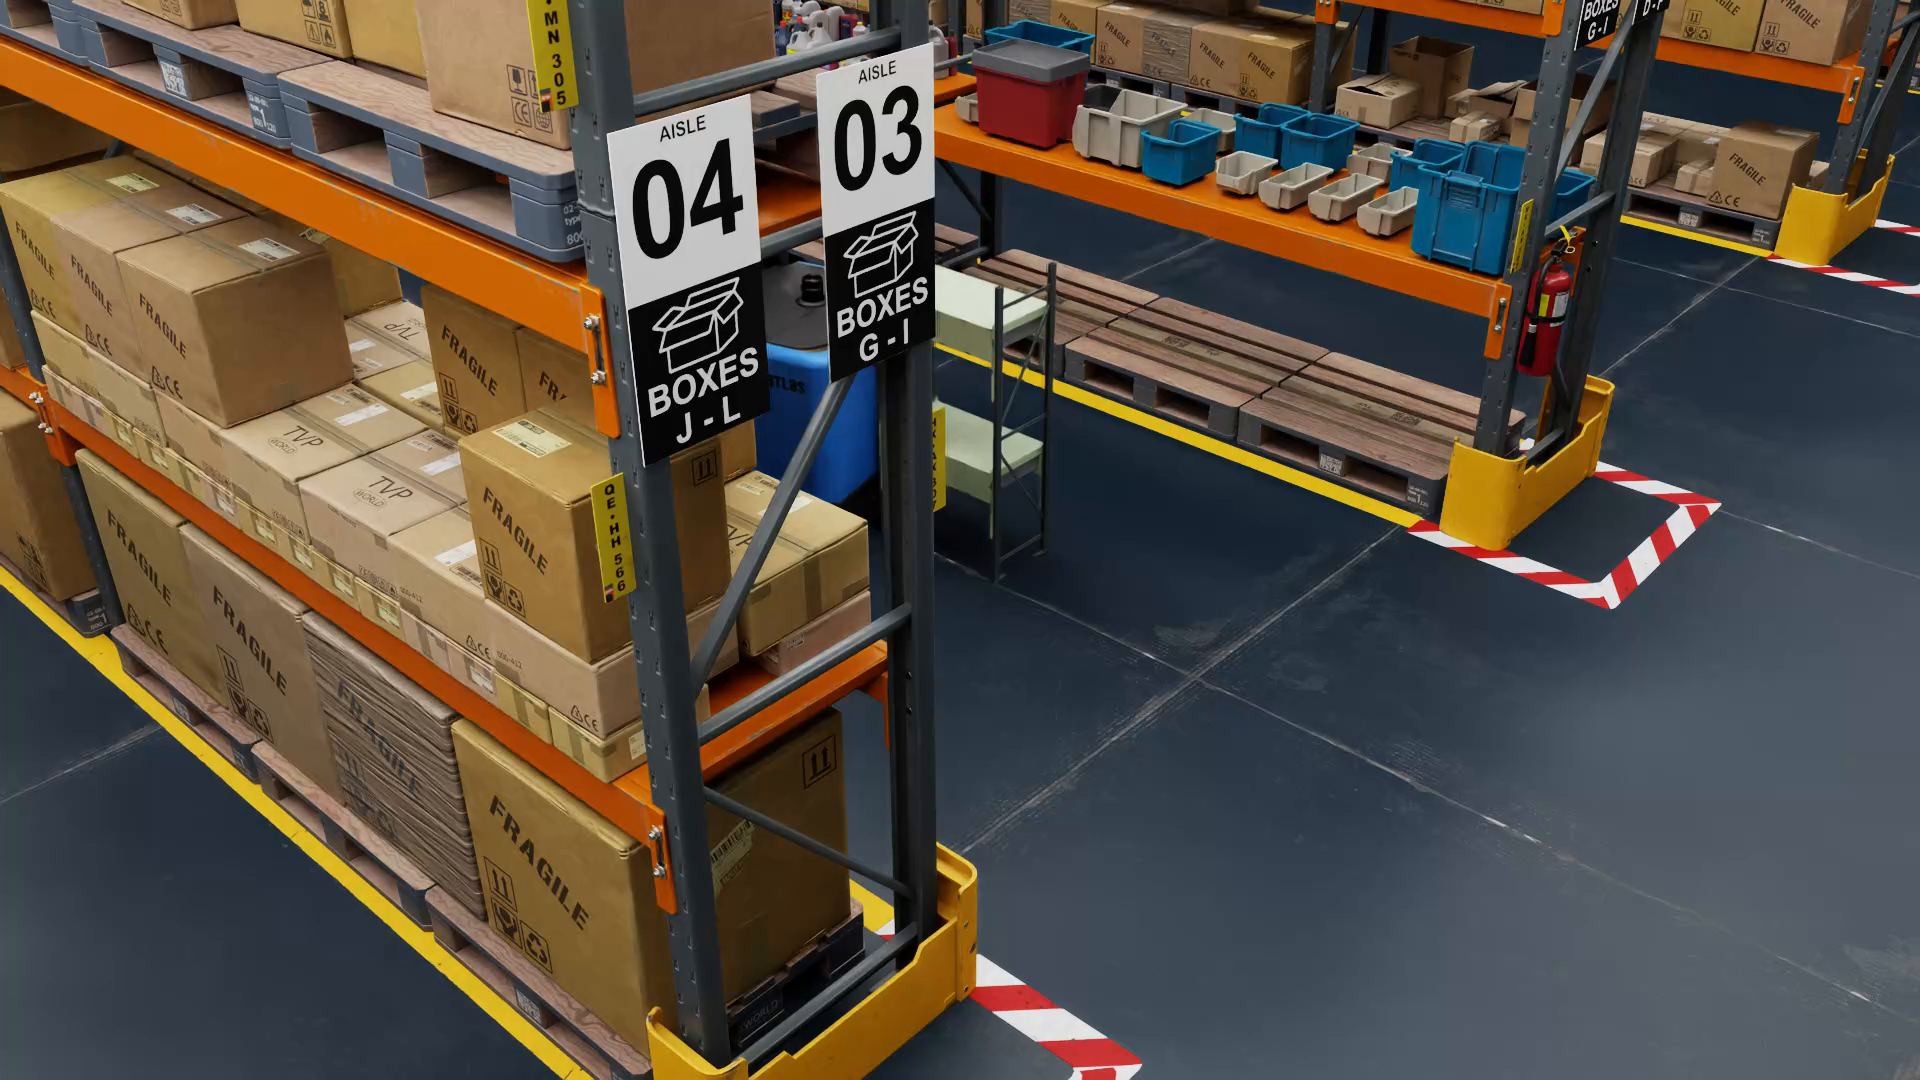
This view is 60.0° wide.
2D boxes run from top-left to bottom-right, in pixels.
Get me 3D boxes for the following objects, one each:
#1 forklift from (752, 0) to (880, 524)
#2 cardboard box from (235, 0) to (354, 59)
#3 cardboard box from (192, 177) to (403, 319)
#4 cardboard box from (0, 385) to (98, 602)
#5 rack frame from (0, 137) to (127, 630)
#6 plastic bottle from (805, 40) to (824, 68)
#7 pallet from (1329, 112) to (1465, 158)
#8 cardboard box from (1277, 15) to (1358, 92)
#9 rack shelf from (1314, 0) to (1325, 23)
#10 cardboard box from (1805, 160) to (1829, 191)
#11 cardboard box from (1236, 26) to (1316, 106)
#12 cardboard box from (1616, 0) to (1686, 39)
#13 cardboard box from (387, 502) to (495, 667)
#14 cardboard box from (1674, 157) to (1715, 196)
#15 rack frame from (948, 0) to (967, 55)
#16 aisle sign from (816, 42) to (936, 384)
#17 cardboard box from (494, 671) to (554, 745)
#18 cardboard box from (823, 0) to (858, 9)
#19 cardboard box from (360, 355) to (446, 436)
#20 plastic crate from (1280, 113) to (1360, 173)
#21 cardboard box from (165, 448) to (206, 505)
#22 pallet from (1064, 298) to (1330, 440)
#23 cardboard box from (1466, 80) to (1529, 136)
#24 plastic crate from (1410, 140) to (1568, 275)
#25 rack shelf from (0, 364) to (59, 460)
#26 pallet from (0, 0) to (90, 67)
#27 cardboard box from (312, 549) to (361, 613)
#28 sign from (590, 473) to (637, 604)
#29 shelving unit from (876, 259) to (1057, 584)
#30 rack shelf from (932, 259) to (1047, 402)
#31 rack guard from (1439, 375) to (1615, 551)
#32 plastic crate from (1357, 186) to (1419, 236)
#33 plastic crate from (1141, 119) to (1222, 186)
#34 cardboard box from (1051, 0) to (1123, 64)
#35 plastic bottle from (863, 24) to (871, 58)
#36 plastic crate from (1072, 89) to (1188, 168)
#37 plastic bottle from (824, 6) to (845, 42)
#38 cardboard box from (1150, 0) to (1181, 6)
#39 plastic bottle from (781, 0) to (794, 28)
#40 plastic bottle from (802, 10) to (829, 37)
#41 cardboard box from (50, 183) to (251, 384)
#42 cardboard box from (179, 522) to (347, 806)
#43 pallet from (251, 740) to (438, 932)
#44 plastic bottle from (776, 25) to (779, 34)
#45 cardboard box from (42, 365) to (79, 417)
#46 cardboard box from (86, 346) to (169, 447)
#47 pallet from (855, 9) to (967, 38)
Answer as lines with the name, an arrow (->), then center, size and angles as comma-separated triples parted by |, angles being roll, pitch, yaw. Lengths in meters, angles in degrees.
forklift -> -1.689, -1.735, 8.290 | 3.031, 2.935, 1.130 | 16, 34, 24
cardboard box -> -1.628, -1.720, 4.689 | 0.500, 0.500, 0.700 | 22, 37, 32
cardboard box -> -2.531, -1.145, 6.374 | 0.500, 0.500, 0.500 | 25, 39, 36
cardboard box -> -3.908, -0.476, 7.785 | 0.875, 0.875, 1.225 | 25, 39, 35
rack frame -> -3.420, -0.993, 6.991 | 0.127, 3.000, 1.000 | 25, 39, 35
plastic bottle -> -0.876, -2.973, 10.400 | 0.135, 0.276, 0.152 | 25, 39, 35
pallet -> 3.739, -3.347, 13.605 | 1.213, 0.211, 1.003 | 25, 39, 35
cardboard box -> 3.035, -4.158, 14.245 | 0.500, 0.500, 0.500 | 23, 38, 33
rack shelf -> 1.748, -5.163, 14.616 | 4.000, 0.370, 1.077 | 25, 39, 35
cardboard box -> 6.116, -2.639, 12.062 | 0.250, 0.149, 0.380 | 25, 39, 35
cardboard box -> 2.672, -3.958, 13.914 | 0.500, 0.500, 0.500 | 25, 39, 35
cardboard box -> 4.928, -3.842, 11.627 | 0.500, 0.500, 0.500 | 25, 39, 35
cardboard box -> -1.367, 0.086, 5.055 | 0.500, 0.250, 0.500 | 24, 39, 34
cardboard box -> 5.388, -2.638, 12.045 | 0.250, 0.166, 0.380 | 25, 39, 35
rack frame -> 0.265, -6.164, 15.581 | 0.127, 3.000, 1.000 | 25, 39, 35
aisle sign -> -0.199, -0.812, 4.170 | 0.004, 0.787, 0.394 | 25, 39, 35
cardboard box -> -1.133, 0.413, 4.900 | 0.250, 0.149, 0.380 | 25, 39, 36
cardboard box -> -1.044, -5.607, 16.914 | 0.500, 0.250, 0.500 | 26, 40, 36
cardboard box -> -1.779, -0.472, 5.983 | 0.500, 0.250, 0.500 | 24, 39, 34
plastic crate -> 1.931, -2.123, 8.973 | 0.300, 0.233, 0.416 | 25, 39, 35
cardboard box -> -2.647, -0.295, 6.075 | 0.250, 0.149, 0.380 | 24, 39, 34
pallet -> 1.384, -1.030, 9.757 | 1.213, 0.211, 1.003 | 25, 39, 35
cardboard box -> 4.399, -3.468, 13.282 | 0.500, 0.311, 0.500 | 25, 39, 35
plastic crate -> 2.496, -1.588, 7.886 | 0.499, 0.435, 0.616 | 25, 39, 35
rack shelf -> -4.903, -1.377, 8.326 | 4.000, 0.370, 1.077 | 25, 39, 35
pallet -> -2.820, -1.953, 5.763 | 1.213, 0.211, 1.003 | 25, 39, 35
cardboard box -> -1.890, 0.060, 5.486 | 0.250, 0.149, 0.380 | 25, 39, 35
sign -> -0.828, -0.003, 3.995 | 0.005, 0.325, 0.100 | 25, 39, 35
shelving unit -> 0.015, -0.640, 7.860 | 0.755, 1.500, 0.431 | 24, 39, 35
rack shelf -> 0.015, -0.975, 7.658 | 0.720, 0.370, 0.431 | 24, 39, 35
rack guard -> 2.896, -0.428, 8.476 | 0.348, 0.500, 1.175 | 25, 39, 35
plastic crate -> 2.144, -1.628, 8.243 | 0.243, 0.136, 0.396 | 25, 39, 35
plastic crate -> 1.175, -2.069, 8.883 | 0.300, 0.233, 0.416 | 25, 39, 35
cardboard box -> 1.171, -4.660, 15.080 | 0.500, 0.500, 0.500 | 24, 39, 34
plastic bottle -> -0.595, -3.318, 11.046 | 0.097, 0.201, 0.097 | 0, 31, 0
plastic crate -> 0.912, -2.263, 9.157 | 0.530, 0.282, 0.437 | 25, 39, 35
plastic bottle -> -0.870, -3.460, 11.209 | 0.135, 0.276, 0.152 | 25, 39, 35
cardboard box -> 1.922, -4.998, 14.915 | 0.500, 0.250, 0.500 | 24, 39, 34
plastic bottle -> -1.182, -3.622, 11.484 | 0.097, 0.271, 0.097 | 0, 31, 0
plastic bottle -> -0.972, -3.402, 11.113 | 0.135, 0.276, 0.152 | 25, 39, 35
cardboard box -> -2.876, -0.940, 6.033 | 0.500, 0.500, 0.500 | 25, 39, 35
cardboard box -> -2.317, 0.308, 6.483 | 0.875, 0.875, 0.875 | 25, 39, 35
pallet -> -2.000, 0.917, 6.522 | 1.213, 0.211, 1.003 | 25, 39, 35
plastic bottle -> -1.180, -3.199, 10.781 | 0.097, 0.271, 0.097 | 0, 31, 0
cardboard box -> -3.424, -0.655, 6.674 | 0.250, 0.149, 0.380 | 25, 39, 35
cardboard box -> -2.882, -0.619, 6.227 | 0.500, 0.250, 0.500 | 25, 39, 35
pallet -> -0.319, -5.269, 16.798 | 1.213, 0.211, 1.003 | 25, 39, 35
